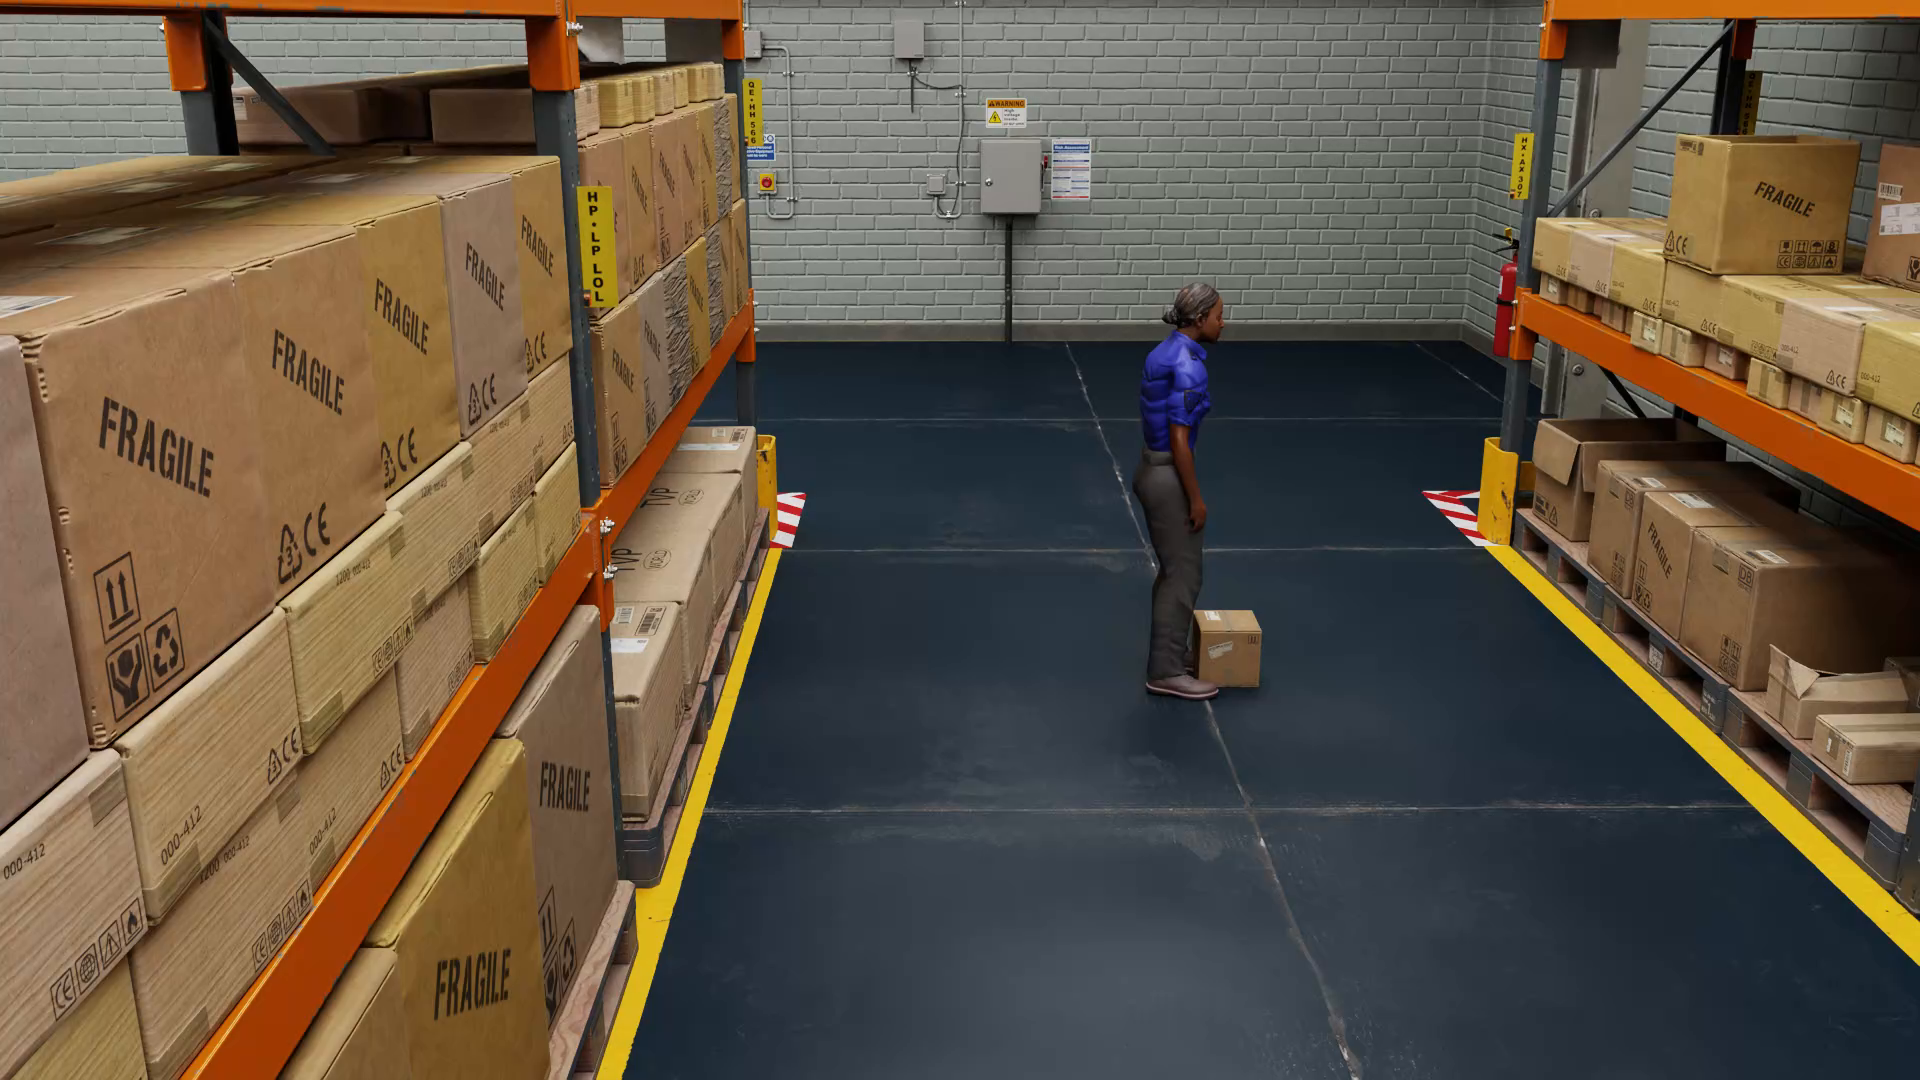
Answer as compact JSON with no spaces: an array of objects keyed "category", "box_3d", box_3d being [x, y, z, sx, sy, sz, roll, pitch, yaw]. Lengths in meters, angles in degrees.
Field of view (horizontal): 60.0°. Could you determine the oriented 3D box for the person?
[{"category":"person","box_3d":[0.906,-0.214,6.744,0.395,1.656,0.530,-1,17,-3]}]
